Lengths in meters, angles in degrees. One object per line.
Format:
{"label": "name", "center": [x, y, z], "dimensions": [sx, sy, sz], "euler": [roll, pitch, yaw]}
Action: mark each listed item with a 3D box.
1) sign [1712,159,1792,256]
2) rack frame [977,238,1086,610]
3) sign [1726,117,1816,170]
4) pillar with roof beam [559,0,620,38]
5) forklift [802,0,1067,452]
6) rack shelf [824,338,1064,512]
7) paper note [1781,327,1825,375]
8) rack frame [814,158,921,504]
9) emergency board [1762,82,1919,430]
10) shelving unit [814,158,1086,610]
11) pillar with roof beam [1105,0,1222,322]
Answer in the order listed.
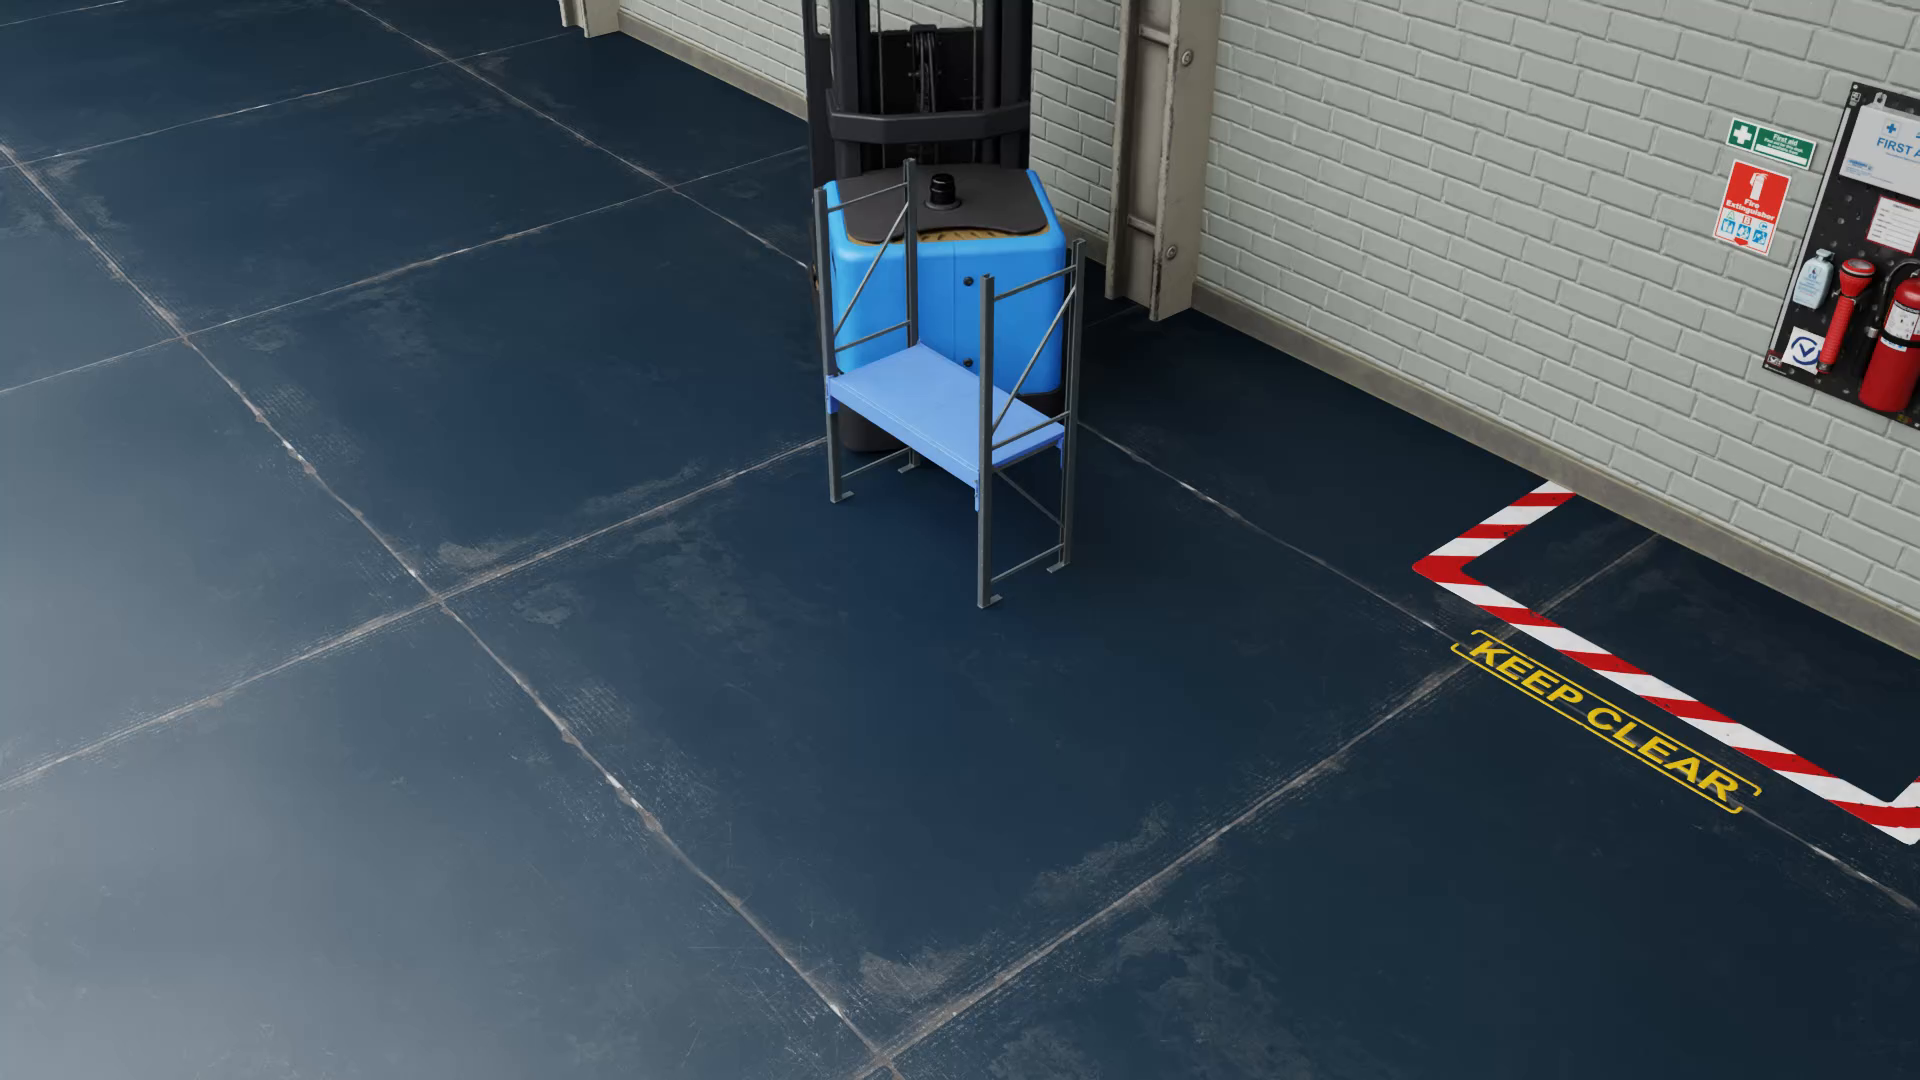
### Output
{"label": "sign", "center": [3.064, -1.288, 6.442], "dimensions": [0.001, 0.329, 0.234], "euler": [-26, 43, -32]}
{"label": "rack frame", "center": [0.273, -0.425, 6.553], "dimensions": [0.500, 1.500, 0.032], "euler": [-26, 43, -32]}
{"label": "sign", "center": [3.060, -1.499, 6.281], "dimensions": [0.001, 0.109, 0.331], "euler": [-26, 43, -32]}
{"label": "pillar with roof beam", "center": [-6.125, -6.026, 7.973], "dimensions": [9.100, 9.000, 0.400], "euler": [-26, 43, -32]}
{"label": "forklift", "center": [-0.235, -2.447, 8.170], "dimensions": [1.130, 2.935, 3.031], "euler": [-5, 36, -7]}
{"label": "rack shelf", "center": [-0.055, -0.503, 6.974], "dimensions": [0.538, 0.185, 1.000], "euler": [-26, 43, -32]}
{"label": "paper note", "center": [3.281, -0.735, 6.455], "dimensions": [0.016, 0.148, 0.142], "euler": [-26, 43, -32]}
{"label": "rack frame", "center": [-0.383, -0.874, 7.187], "dimensions": [0.500, 1.500, 0.032], "euler": [-26, 43, -32]}
{"label": "emergency board", "center": [3.342, -0.991, 6.053], "dimensions": [0.194, 1.169, 0.643], "euler": [-26, 43, -32]}
{"label": "shelving unit", "center": [-0.055, -0.650, 6.870], "dimensions": [0.538, 1.500, 1.048], "euler": [-26, 43, -32]}
{"label": "pillar with roof beam", "center": [-2.253, -3.377, 4.232], "dimensions": [9.100, 9.000, 0.400], "euler": [-26, 43, -32]}
